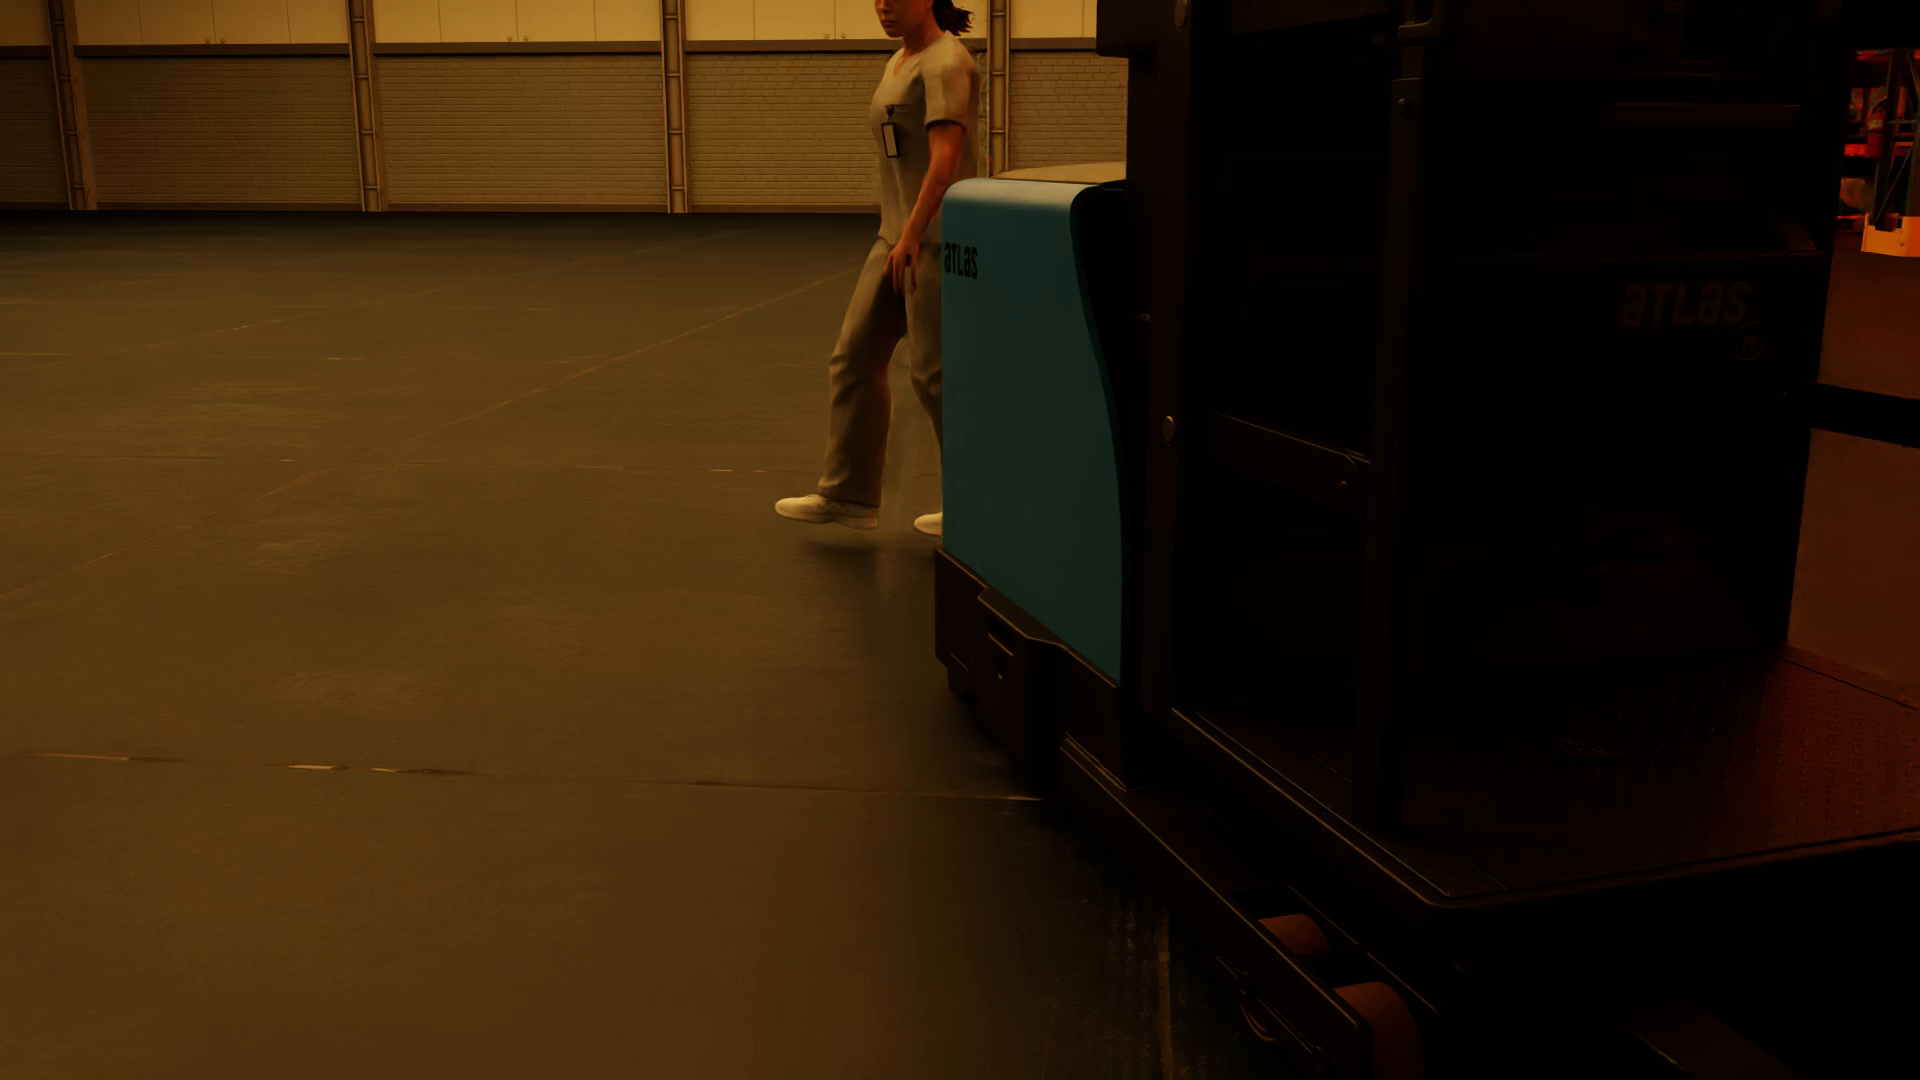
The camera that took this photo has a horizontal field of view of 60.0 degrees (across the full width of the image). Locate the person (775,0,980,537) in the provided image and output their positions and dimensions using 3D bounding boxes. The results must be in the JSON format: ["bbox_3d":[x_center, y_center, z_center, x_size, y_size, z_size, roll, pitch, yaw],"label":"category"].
[{"bbox_3d":[-0.165,-0.821,4.667,0.628,1.650,0.571,-6,14,-24],"label":"person"}]

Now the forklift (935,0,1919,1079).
[{"bbox_3d":[0.875,-0.834,2.076,1.130,2.935,3.031,-4,14,-17],"label":"forklift"}]
